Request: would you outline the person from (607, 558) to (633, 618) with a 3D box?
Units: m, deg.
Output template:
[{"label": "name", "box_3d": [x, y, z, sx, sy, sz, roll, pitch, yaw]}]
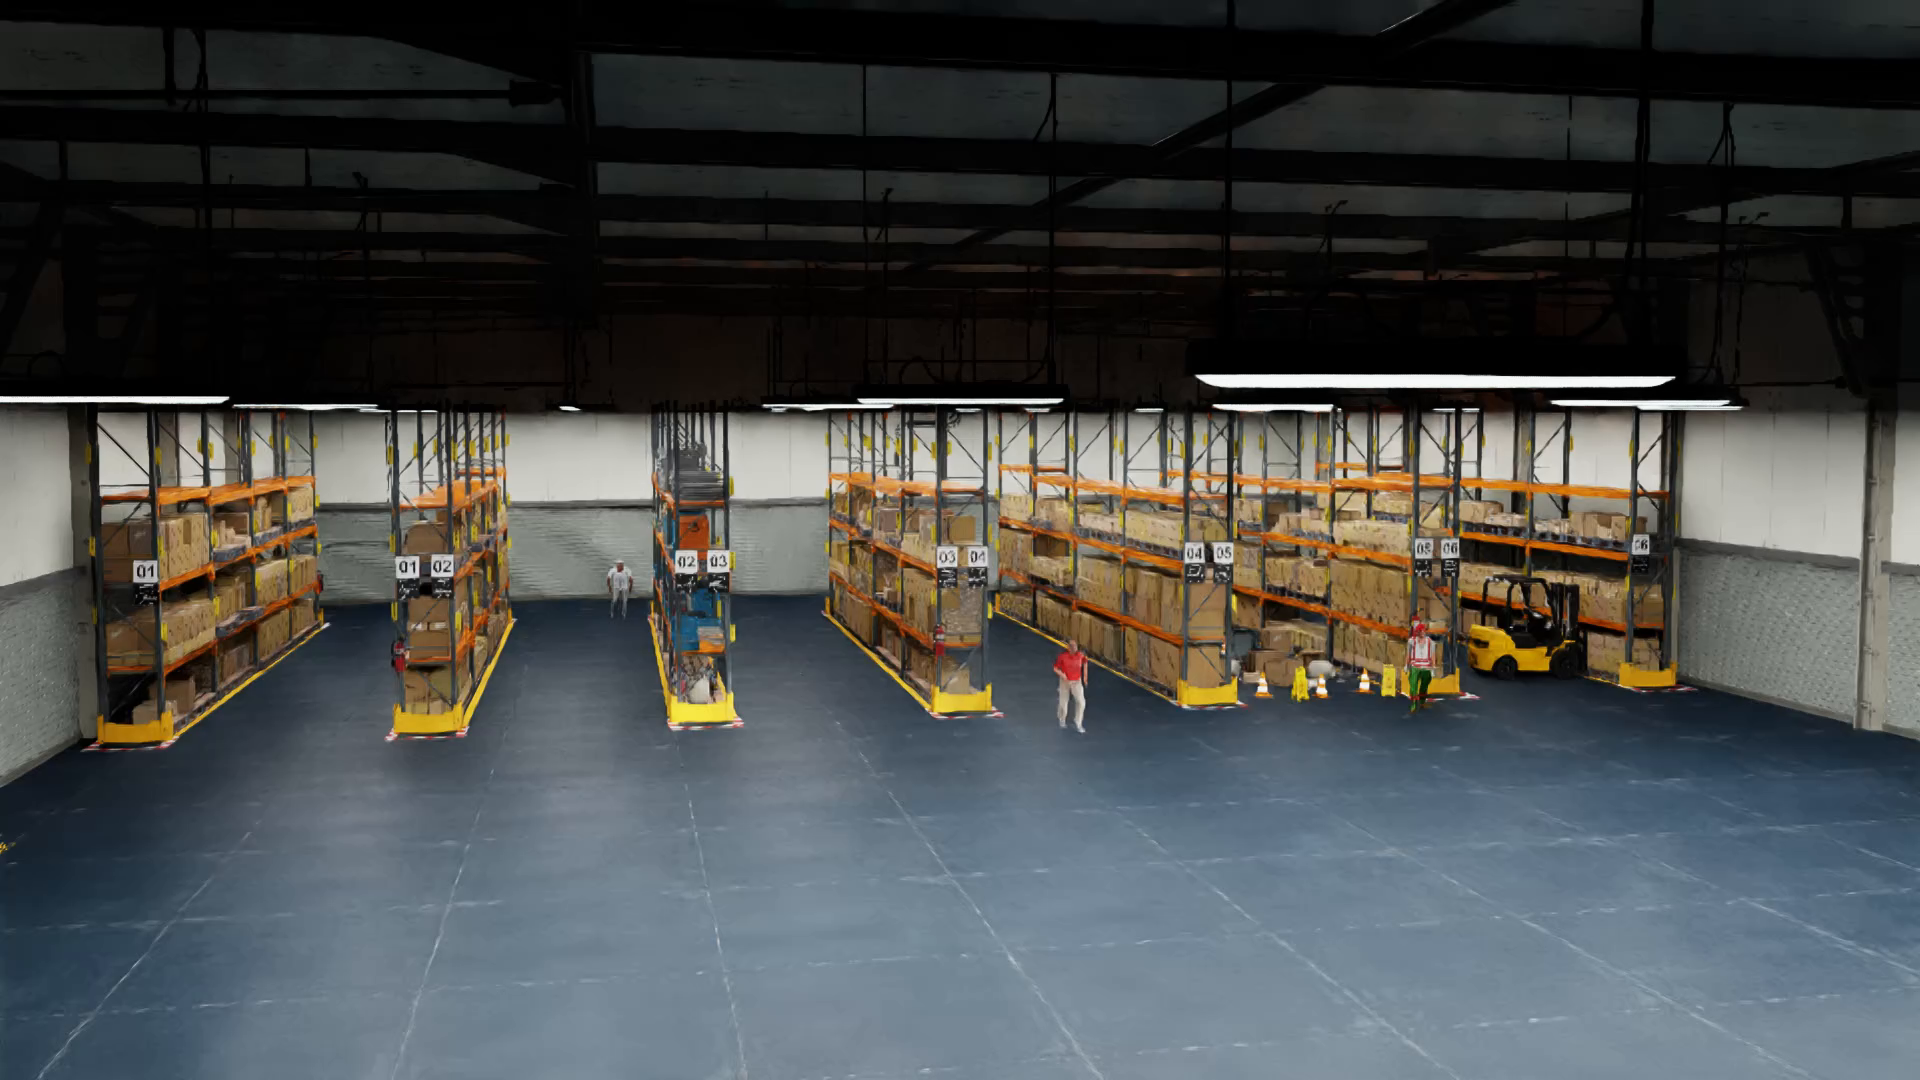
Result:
[{"label": "person", "box_3d": [-9.560, 1.355, 46.729, 0.719, 1.715, 0.578, -1, 4, -12]}]

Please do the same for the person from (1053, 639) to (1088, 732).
[{"label": "person", "box_3d": [2.022, 2.615, 30.256, 0.686, 1.666, 0.867, -1, 4, -7]}]

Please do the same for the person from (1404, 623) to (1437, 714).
[{"label": "person", "box_3d": [8.874, 2.451, 32.043, 0.591, 1.739, 0.986, 1, 4, 9]}]

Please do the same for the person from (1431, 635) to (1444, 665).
[{"label": "person", "box_3d": [10.825, 2.056, 37.929, 0.450, 1.599, 0.467, 1, 5, 19]}]
